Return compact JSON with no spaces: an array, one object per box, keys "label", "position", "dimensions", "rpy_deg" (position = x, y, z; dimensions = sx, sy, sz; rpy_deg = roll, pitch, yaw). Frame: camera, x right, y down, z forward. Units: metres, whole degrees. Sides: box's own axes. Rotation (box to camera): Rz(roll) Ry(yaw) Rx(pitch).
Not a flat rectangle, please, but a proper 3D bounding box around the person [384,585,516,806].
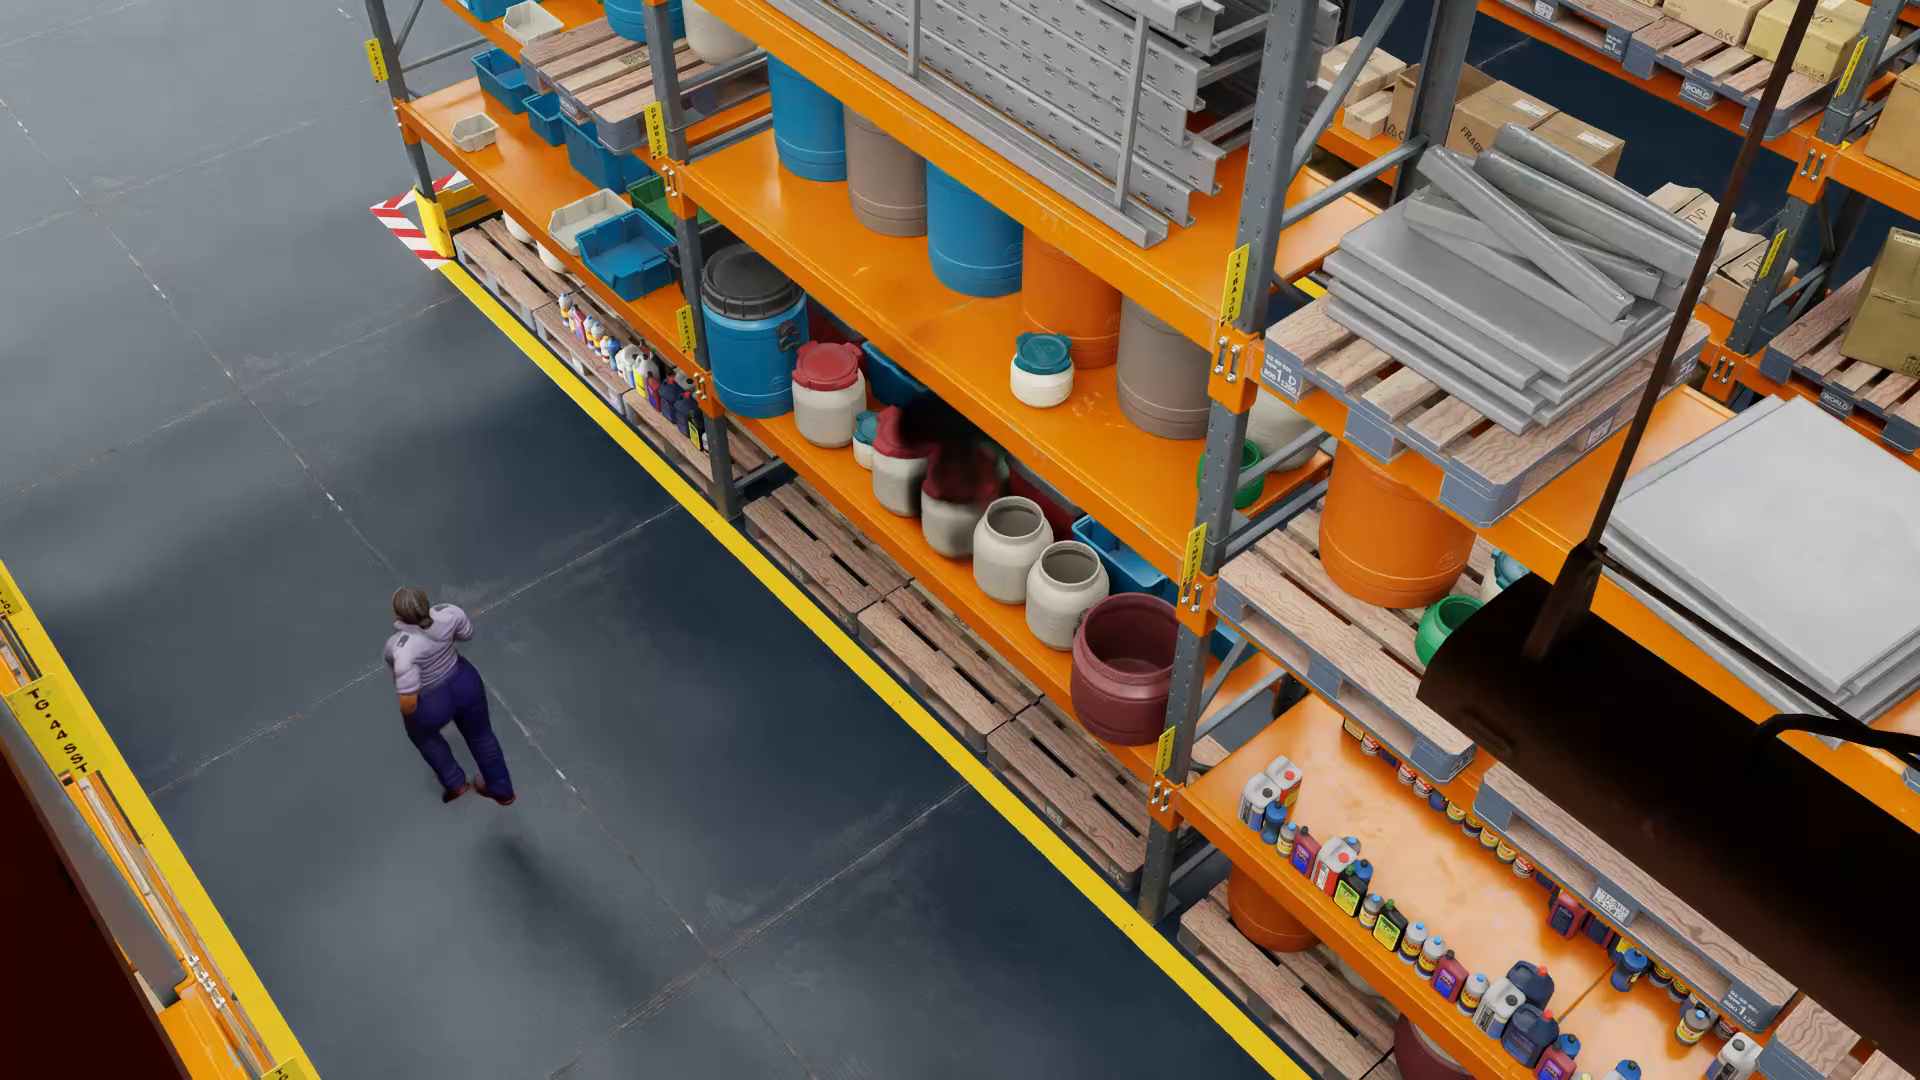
[{"label":"person","position":[-2.740,0.829,8.718],"dimensions":[0.650,1.747,0.586],"rpy_deg":[32,54,27]}]
